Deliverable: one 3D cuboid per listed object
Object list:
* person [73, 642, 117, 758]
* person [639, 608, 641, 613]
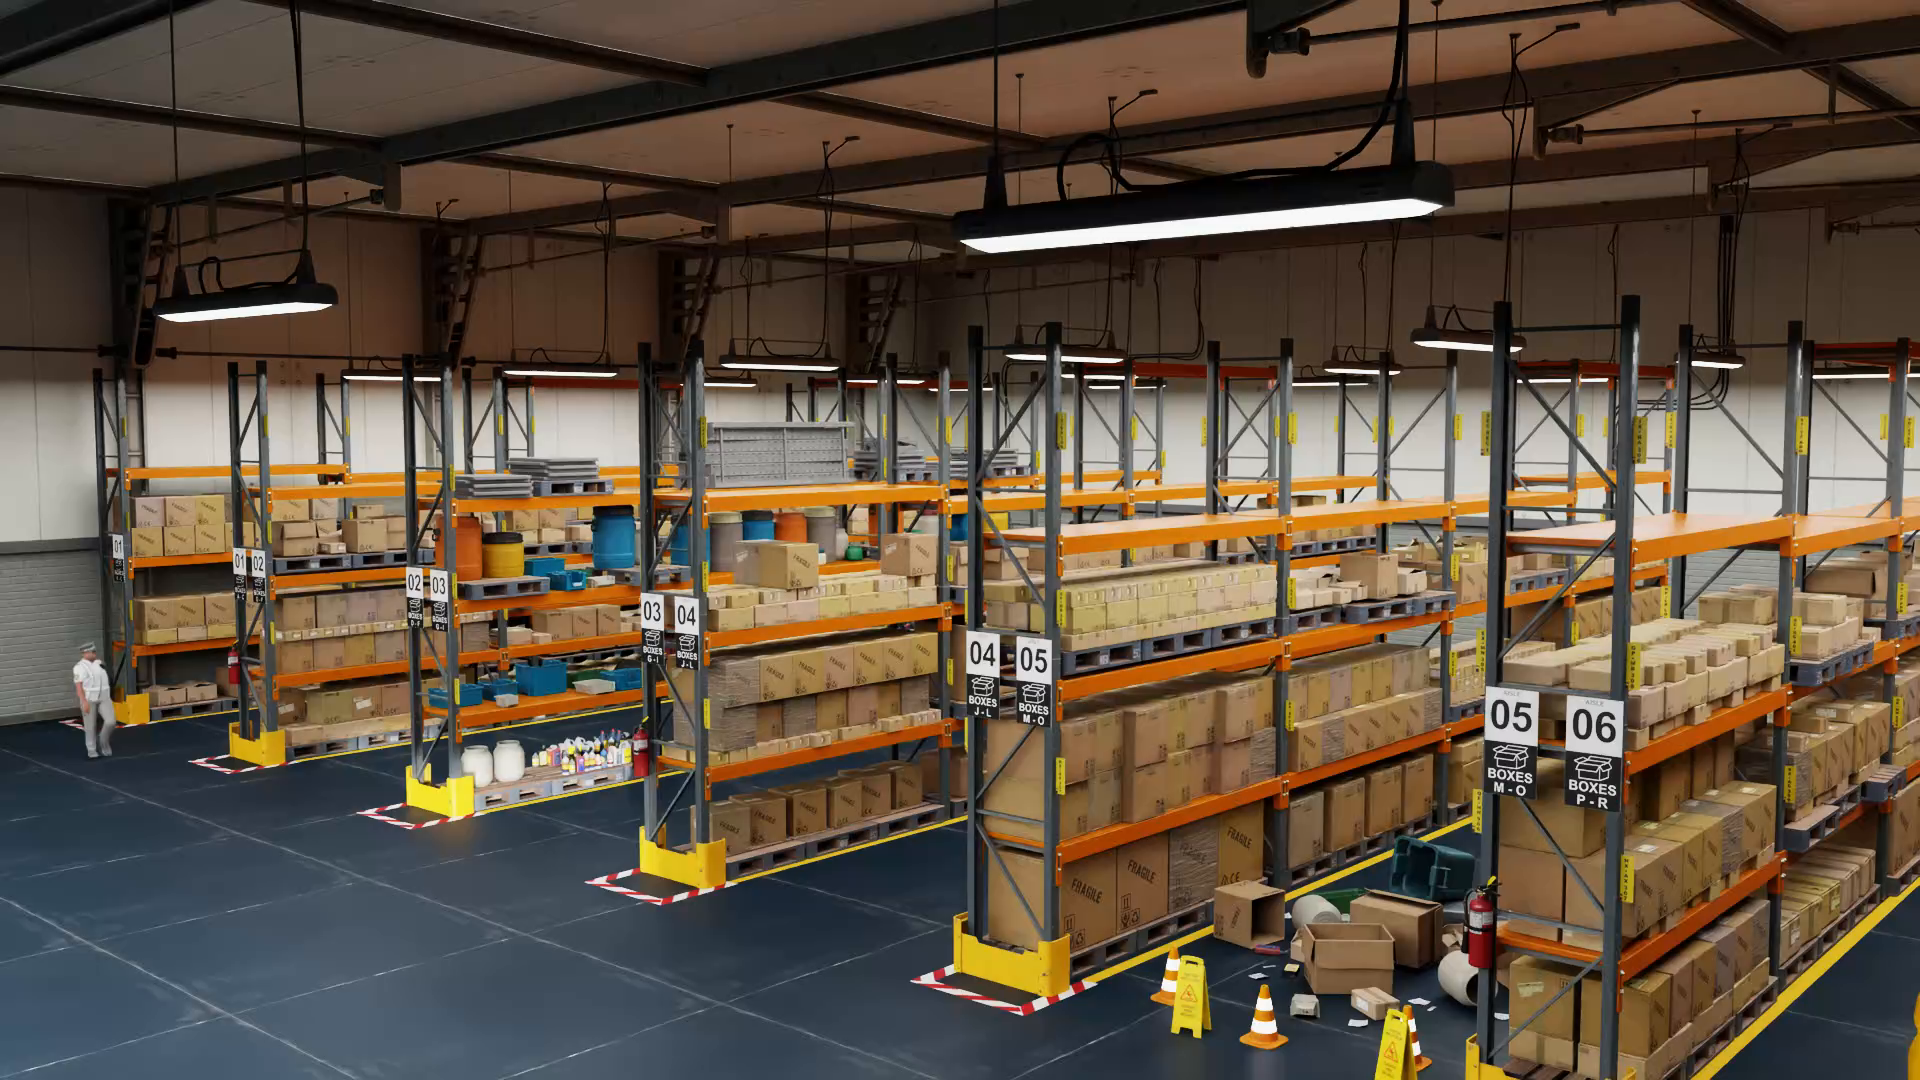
[{"bbox_3d":[-13.128,2.431,25.196,0.545,1.763,0.522,-3,5,-40],"label":"person"},{"bbox_3d":[-6.154,1.887,33.107,0.467,1.674,0.539,1,4,19],"label":"person"}]
